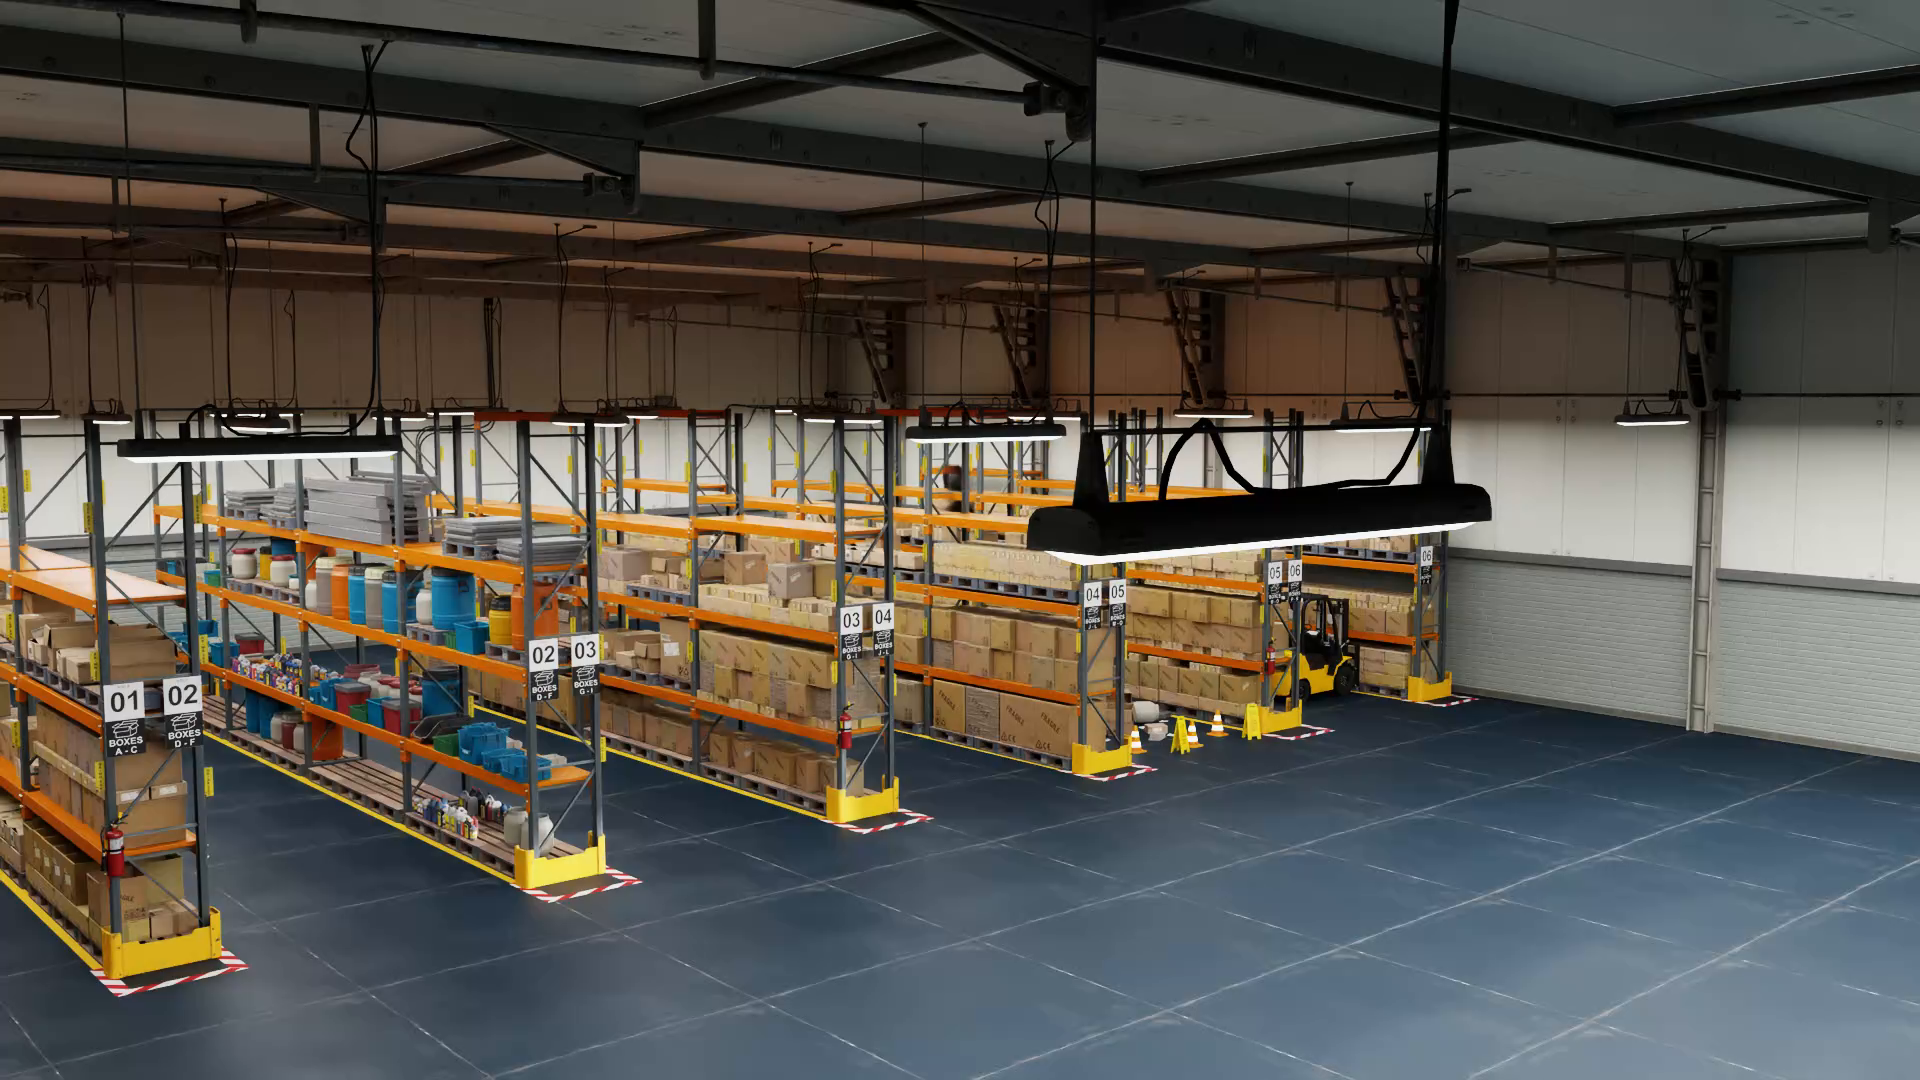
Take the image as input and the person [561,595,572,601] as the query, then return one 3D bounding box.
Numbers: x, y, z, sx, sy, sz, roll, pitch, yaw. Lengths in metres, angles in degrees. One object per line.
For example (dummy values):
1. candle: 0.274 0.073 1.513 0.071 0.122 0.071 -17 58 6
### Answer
1. person: -9.319 2.093 39.123 0.574 1.627 0.480 -2 5 -19
